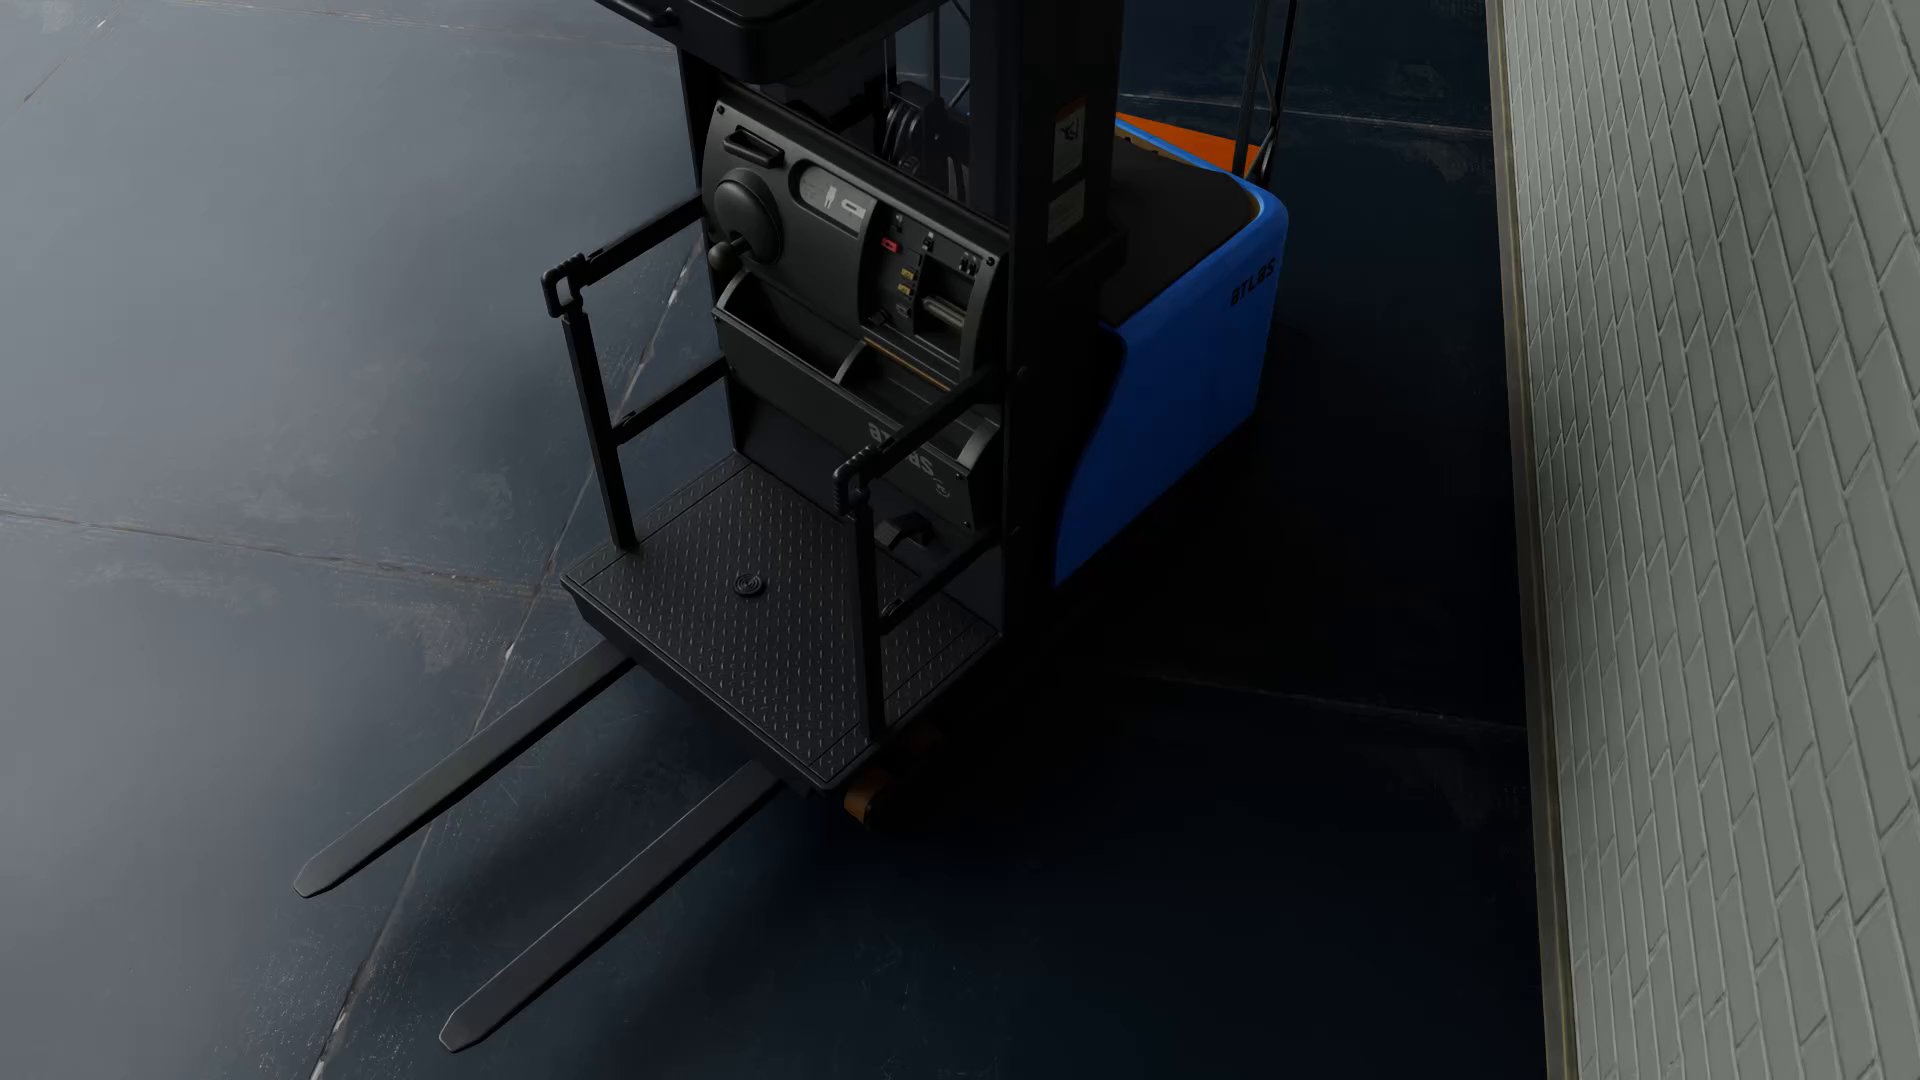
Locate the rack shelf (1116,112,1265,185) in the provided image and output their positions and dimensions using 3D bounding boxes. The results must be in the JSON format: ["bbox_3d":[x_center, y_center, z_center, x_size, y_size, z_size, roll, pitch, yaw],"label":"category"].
[{"bbox_3d":[0.475,-1.229,5.588,1.000,0.185,0.538,18,50,16],"label":"rack shelf"}]

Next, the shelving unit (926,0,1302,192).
[{"bbox_3d":[0.466,-1.352,5.457,1.083,1.500,0.587,18,50,16],"label":"shelving unit"}]

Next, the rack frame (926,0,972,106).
[{"bbox_3d":[0.009,-1.501,5.590,0.032,1.500,0.500,18,50,16],"label":"rack frame"}]

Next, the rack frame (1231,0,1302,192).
[{"bbox_3d":[0.941,-1.198,5.318,0.032,1.500,0.500,18,50,16],"label":"rack frame"}]

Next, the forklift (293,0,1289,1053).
[{"bbox_3d":[-0.417,-0.636,3.851,1.130,2.935,3.031,34,56,27],"label":"forklift"}]
